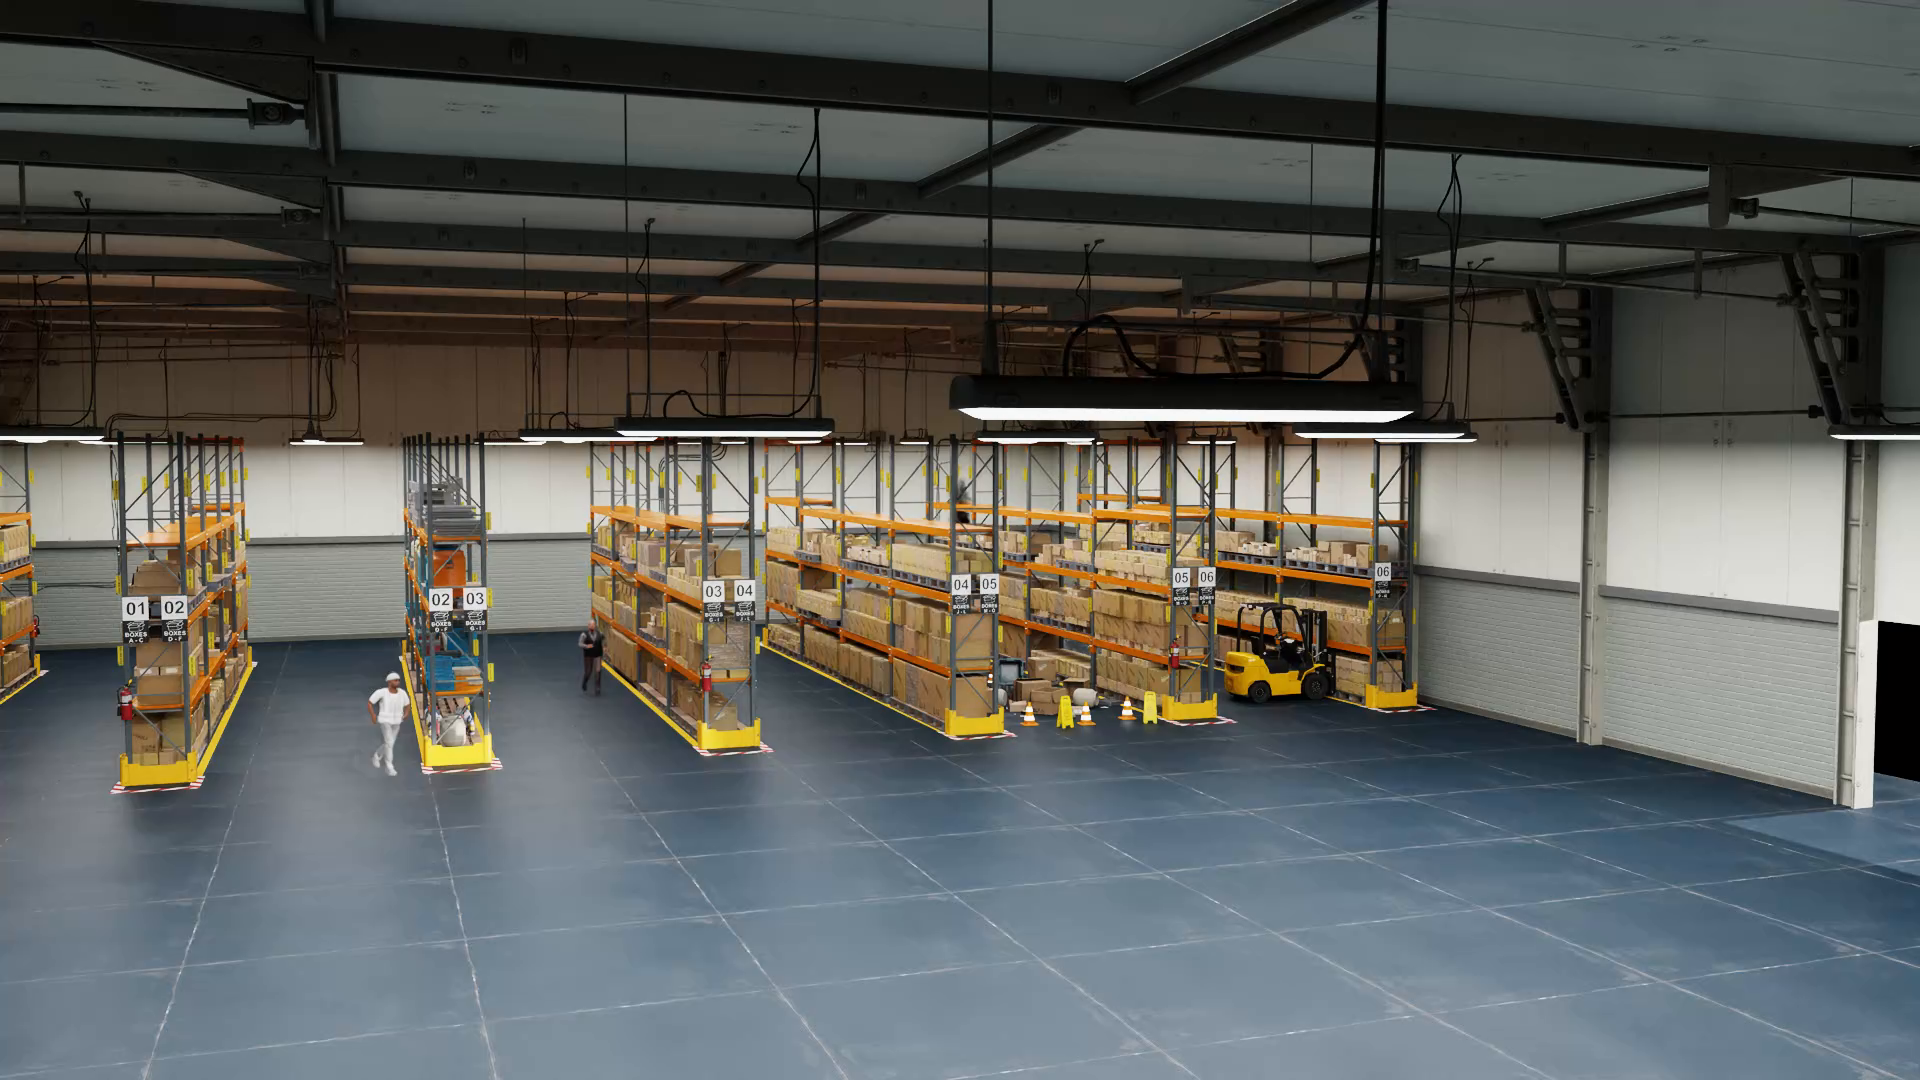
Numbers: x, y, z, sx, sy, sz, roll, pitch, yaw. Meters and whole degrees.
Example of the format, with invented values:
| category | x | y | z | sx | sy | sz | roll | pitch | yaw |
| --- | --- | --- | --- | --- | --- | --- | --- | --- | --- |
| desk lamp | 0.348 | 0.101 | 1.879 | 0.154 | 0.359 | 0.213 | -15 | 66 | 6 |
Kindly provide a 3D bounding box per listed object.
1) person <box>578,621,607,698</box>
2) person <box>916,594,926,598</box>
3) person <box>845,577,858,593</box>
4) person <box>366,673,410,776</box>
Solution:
| category | x | y | z | sx | sy | sz | roll | pitch | yaw |
| --- | --- | --- | --- | --- | --- | --- | --- | --- | --- |
| person | -8.503 | 2.730 | 38.480 | 0.665 | 1.751 | 0.954 | -1 | 3 | -21 |
| person | -1.043 | 2.052 | 51.391 | 0.778 | 1.733 | 0.596 | 0 | 3 | -5 |
| person | -3.197 | 1.950 | 48.192 | 0.580 | 1.741 | 0.715 | -2 | 4 | -34 |
| person | -10.051 | 3.226 | 29.351 | 0.829 | 1.758 | 0.731 | 3 | 4 | 39 |
